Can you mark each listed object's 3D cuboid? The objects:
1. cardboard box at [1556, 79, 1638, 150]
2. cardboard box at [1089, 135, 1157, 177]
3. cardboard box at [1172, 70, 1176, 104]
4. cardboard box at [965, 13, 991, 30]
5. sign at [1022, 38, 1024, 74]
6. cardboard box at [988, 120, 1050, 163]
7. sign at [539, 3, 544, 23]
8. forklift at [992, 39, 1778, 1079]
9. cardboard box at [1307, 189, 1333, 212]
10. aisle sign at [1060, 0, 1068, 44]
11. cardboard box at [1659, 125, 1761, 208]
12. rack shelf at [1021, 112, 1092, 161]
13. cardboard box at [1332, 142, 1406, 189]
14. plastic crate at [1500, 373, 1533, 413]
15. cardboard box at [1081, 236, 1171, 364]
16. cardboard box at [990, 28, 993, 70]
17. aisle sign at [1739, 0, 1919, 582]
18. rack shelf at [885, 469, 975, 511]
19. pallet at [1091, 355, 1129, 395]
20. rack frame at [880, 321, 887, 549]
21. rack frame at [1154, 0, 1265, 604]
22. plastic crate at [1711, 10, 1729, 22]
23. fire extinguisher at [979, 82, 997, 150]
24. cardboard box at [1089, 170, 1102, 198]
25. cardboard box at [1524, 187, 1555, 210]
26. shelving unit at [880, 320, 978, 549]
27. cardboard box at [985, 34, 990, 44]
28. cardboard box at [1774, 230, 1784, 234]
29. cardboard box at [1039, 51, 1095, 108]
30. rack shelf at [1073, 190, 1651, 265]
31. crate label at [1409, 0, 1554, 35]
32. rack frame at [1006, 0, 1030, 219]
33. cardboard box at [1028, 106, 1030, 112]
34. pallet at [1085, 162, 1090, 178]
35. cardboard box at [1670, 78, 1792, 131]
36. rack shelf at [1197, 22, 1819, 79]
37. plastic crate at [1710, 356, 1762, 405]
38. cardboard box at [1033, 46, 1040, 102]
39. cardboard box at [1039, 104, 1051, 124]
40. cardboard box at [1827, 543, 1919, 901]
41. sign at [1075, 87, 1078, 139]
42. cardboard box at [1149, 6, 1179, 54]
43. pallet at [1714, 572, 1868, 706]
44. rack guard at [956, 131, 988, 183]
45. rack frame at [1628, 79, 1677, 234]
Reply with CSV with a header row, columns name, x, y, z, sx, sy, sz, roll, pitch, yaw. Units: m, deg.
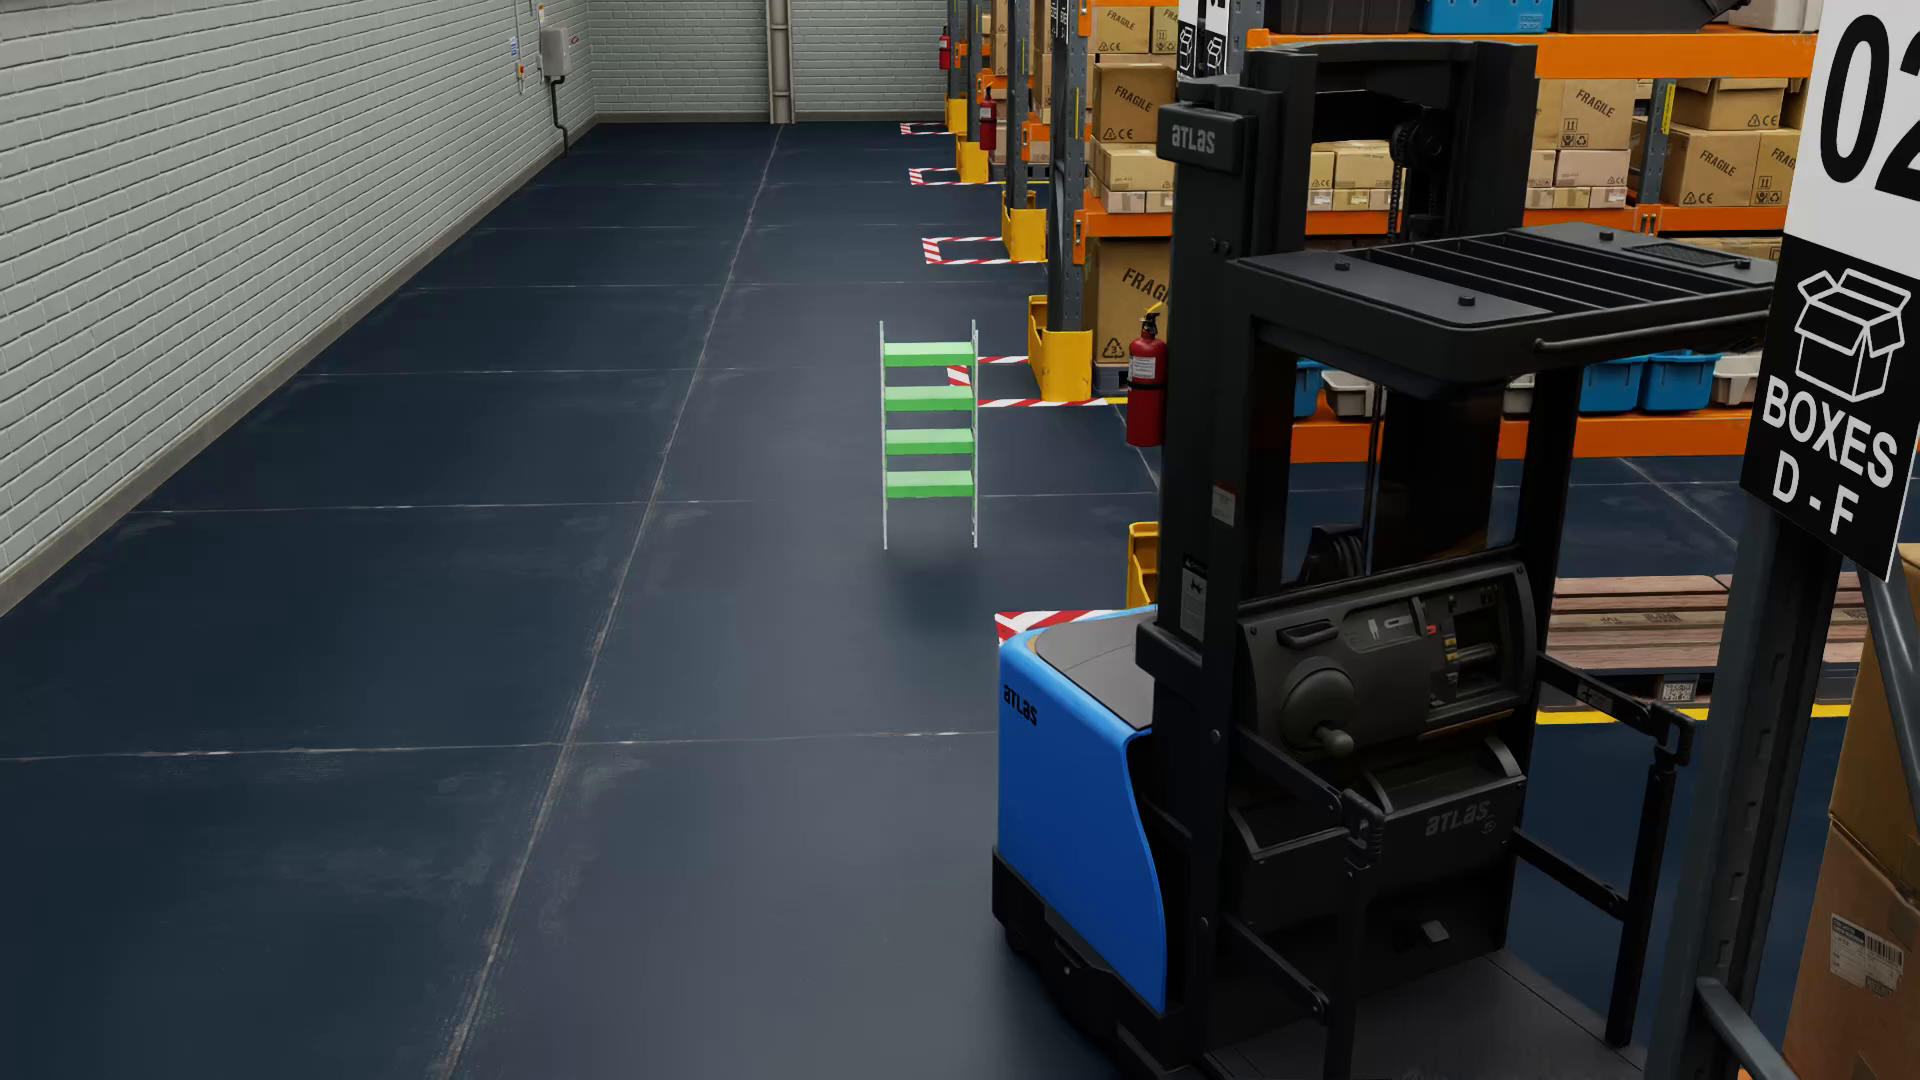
name,x,y,z,sx,sy,sz,roll,pitch,yaw
cardboard box,4.294,-2.975,11.457,0.500,0.500,0.500,-1,21,-1
cardboard box,1.213,-2.751,11.925,0.500,0.250,0.500,-1,21,-4
cardboard box,1.738,-2.922,11.318,0.500,0.500,0.500,-2,21,-4
cardboard box,0.336,-8.034,25.801,0.500,0.250,0.500,-1,21,-1
sign,0.593,-4.554,15.651,0.005,0.325,0.100,-1,21,-3
cardboard box,0.832,-5.147,21.434,0.875,0.438,0.875,-2,21,-5
sign,-5.627,-7.087,22.360,0.001,0.242,0.339,-1,21,-3
forklift,1.228,0.327,4.143,1.130,2.935,3.031,-10,23,-25
cardboard box,2.401,-2.378,11.504,0.250,0.149,0.380,-1,21,-4
aisle sign,0.690,-3.685,10.931,0.004,0.787,0.394,-1,21,-3
cardboard box,5.211,-2.627,11.665,0.500,0.500,0.500,-1,21,-3
rack shelf,2.559,-4.047,16.546,4.000,0.370,1.077,-1,21,-3
cardboard box,2.780,-2.595,11.515,0.500,0.250,0.500,-2,21,-4
plastic crate,2.295,-0.603,6.775,0.298,0.136,0.250,-1,21,-3
cardboard box,1.379,-1.823,12.090,0.875,0.875,0.875,-1,21,-3
cardboard box,0.645,-6.249,21.179,0.500,0.500,0.500,-1,21,-3
aisle sign,1.221,-0.382,2.254,0.004,0.787,0.394,-1,21,-3
rack shelf,-0.165,-0.273,9.007,0.480,0.148,0.258,-1,21,-3
pallet,1.538,-1.319,12.289,1.213,0.211,1.003,-1,21,-3
rack frame,-0.409,-0.552,8.886,0.015,1.200,0.240,-1,21,-3
rack frame,1.027,-0.819,7.056,0.127,3.000,1.000,-1,21,-3
plastic crate,3.076,-2.228,6.911,0.530,0.136,0.437,-1,21,-3
fire extinguisher,0.284,-4.291,16.808,0.183,0.674,0.296,-1,21,-3
cardboard box,1.081,-2.585,12.049,0.250,0.149,0.380,-1,21,-2
cardboard box,3.939,-2.409,11.586,0.250,0.149,0.380,-2,21,-4
shelving unit,-0.165,-0.557,8.899,0.503,1.200,0.258,-1,21,-3
cardboard box,0.487,-7.675,25.418,0.250,0.149,0.380,-1,21,-2
cardboard box,6.268,-1.902,12.296,0.875,0.875,1.225,-2,21,-5
cardboard box,1.026,-4.439,16.006,0.500,0.500,0.500,0,21,0
rack shelf,2.741,-2.283,11.912,4.000,0.370,1.077,-1,21,-3
crate label,1.967,-2.055,6.297,0.502,0.251,0.408,-1,21,-3
rack frame,0.562,-4.342,16.311,0.127,3.000,1.000,-1,21,-3
cardboard box,0.934,-6.699,25.918,0.250,0.149,0.380,-2,21,-5
pallet,2.188,-4.863,21.598,1.213,0.211,1.003,-1,21,-3
cardboard box,5.375,-3.191,11.737,0.637,0.503,0.797,-2,21,-4
rack shelf,3.024,-1.925,6.757,4.000,0.370,1.077,-1,21,-3
plastic crate,3.299,-0.663,6.933,0.466,0.136,0.293,-1,21,-3
cardboard box,0.996,-4.629,16.504,0.500,0.500,0.500,-1,21,-2
cardboard box,0.904,-4.115,16.067,0.250,0.149,0.380,-1,21,-3
cardboard box,1.735,0.320,2.519,0.500,0.500,0.500,-1,21,-4
sign,0.770,-2.823,10.991,0.005,0.325,0.100,-1,21,-3
cardboard box,2.050,-4.925,15.878,0.500,0.500,0.500,-2,21,-4
pallet,4.289,0.432,7.690,1.213,0.211,1.003,-1,21,-3
rack guard,0.155,-4.930,21.367,0.348,0.500,1.175,-1,21,-3
rack frame,4.738,-2.660,11.891,0.127,3.000,1.000,-1,21,-3
